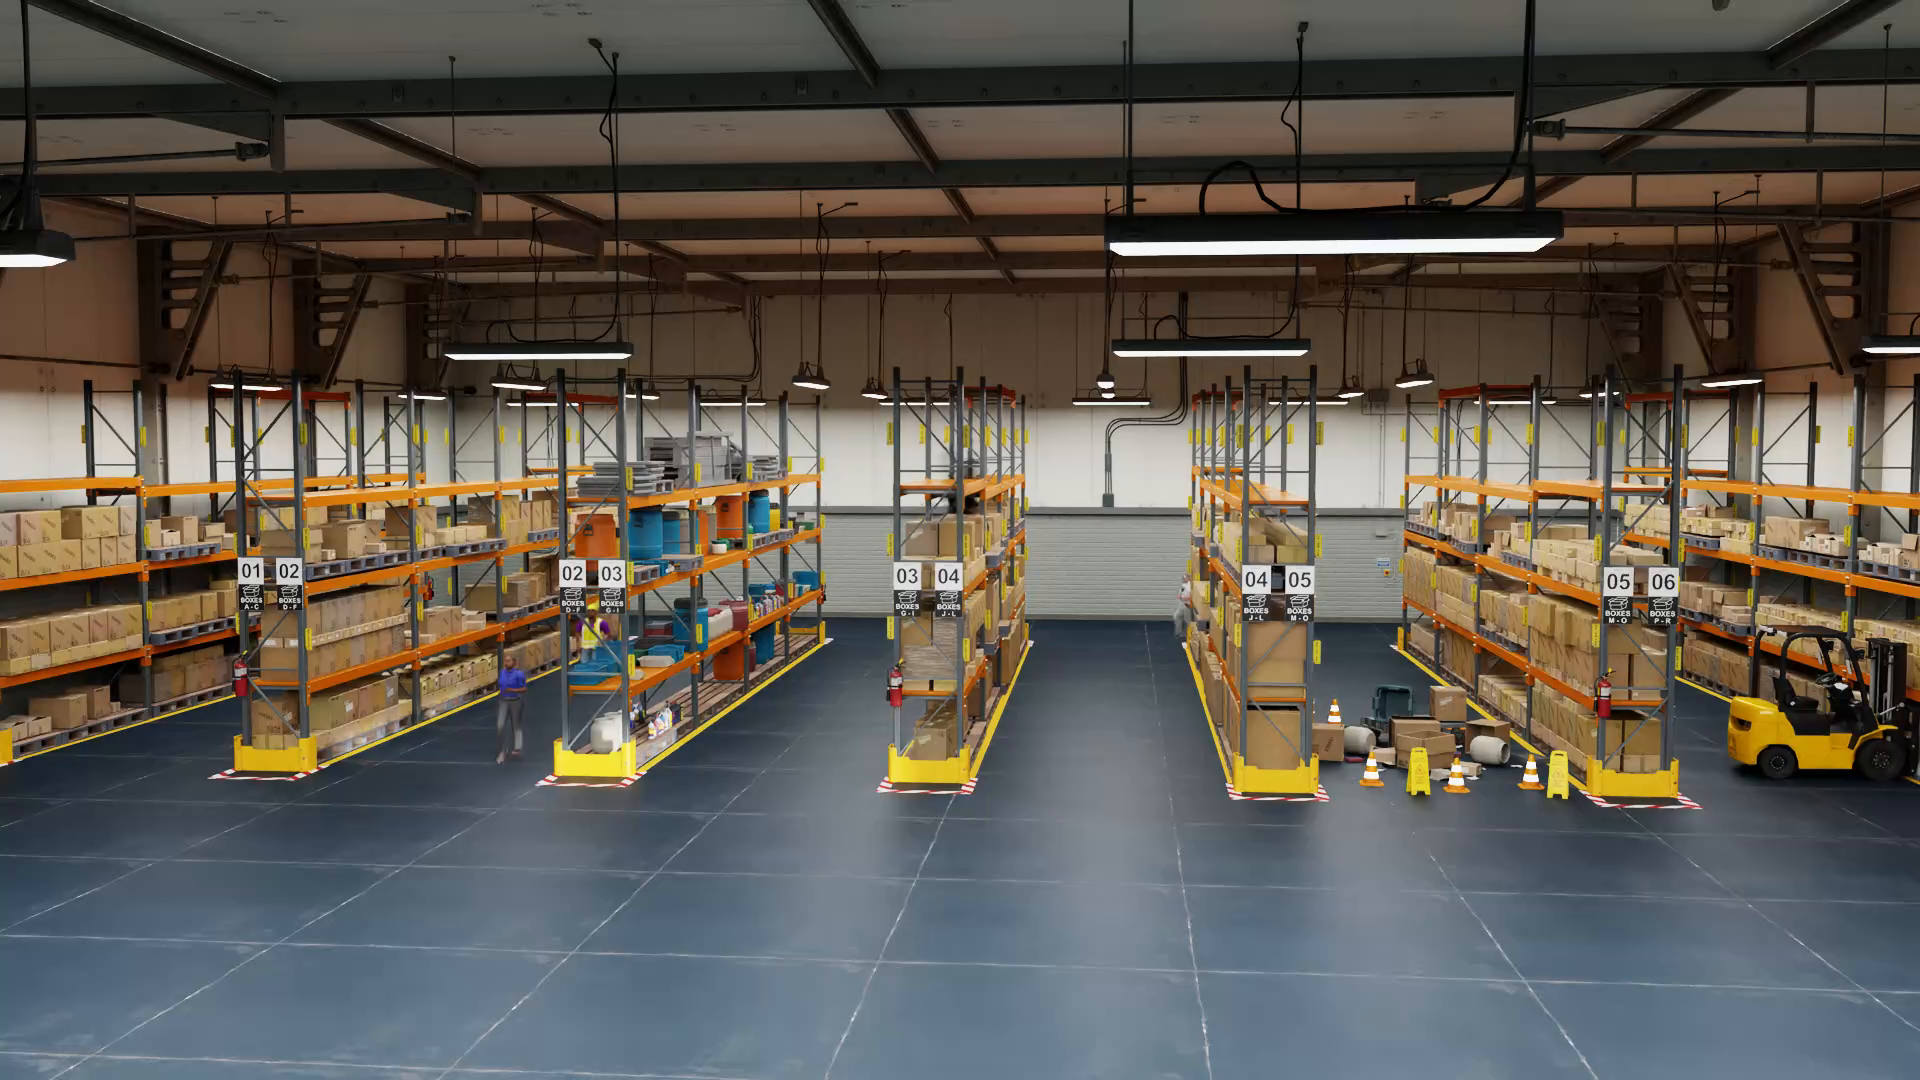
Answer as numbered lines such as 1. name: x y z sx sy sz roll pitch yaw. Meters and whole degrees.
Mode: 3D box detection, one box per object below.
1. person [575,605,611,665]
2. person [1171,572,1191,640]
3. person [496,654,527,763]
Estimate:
1. person: -7.192 2.124 32.505 0.730 1.726 0.594 0 4 3
2. person: 5.606 1.650 40.739 0.724 1.747 0.841 0 4 -6
3. person: -6.926 2.593 25.697 0.543 1.695 0.744 1 4 9
